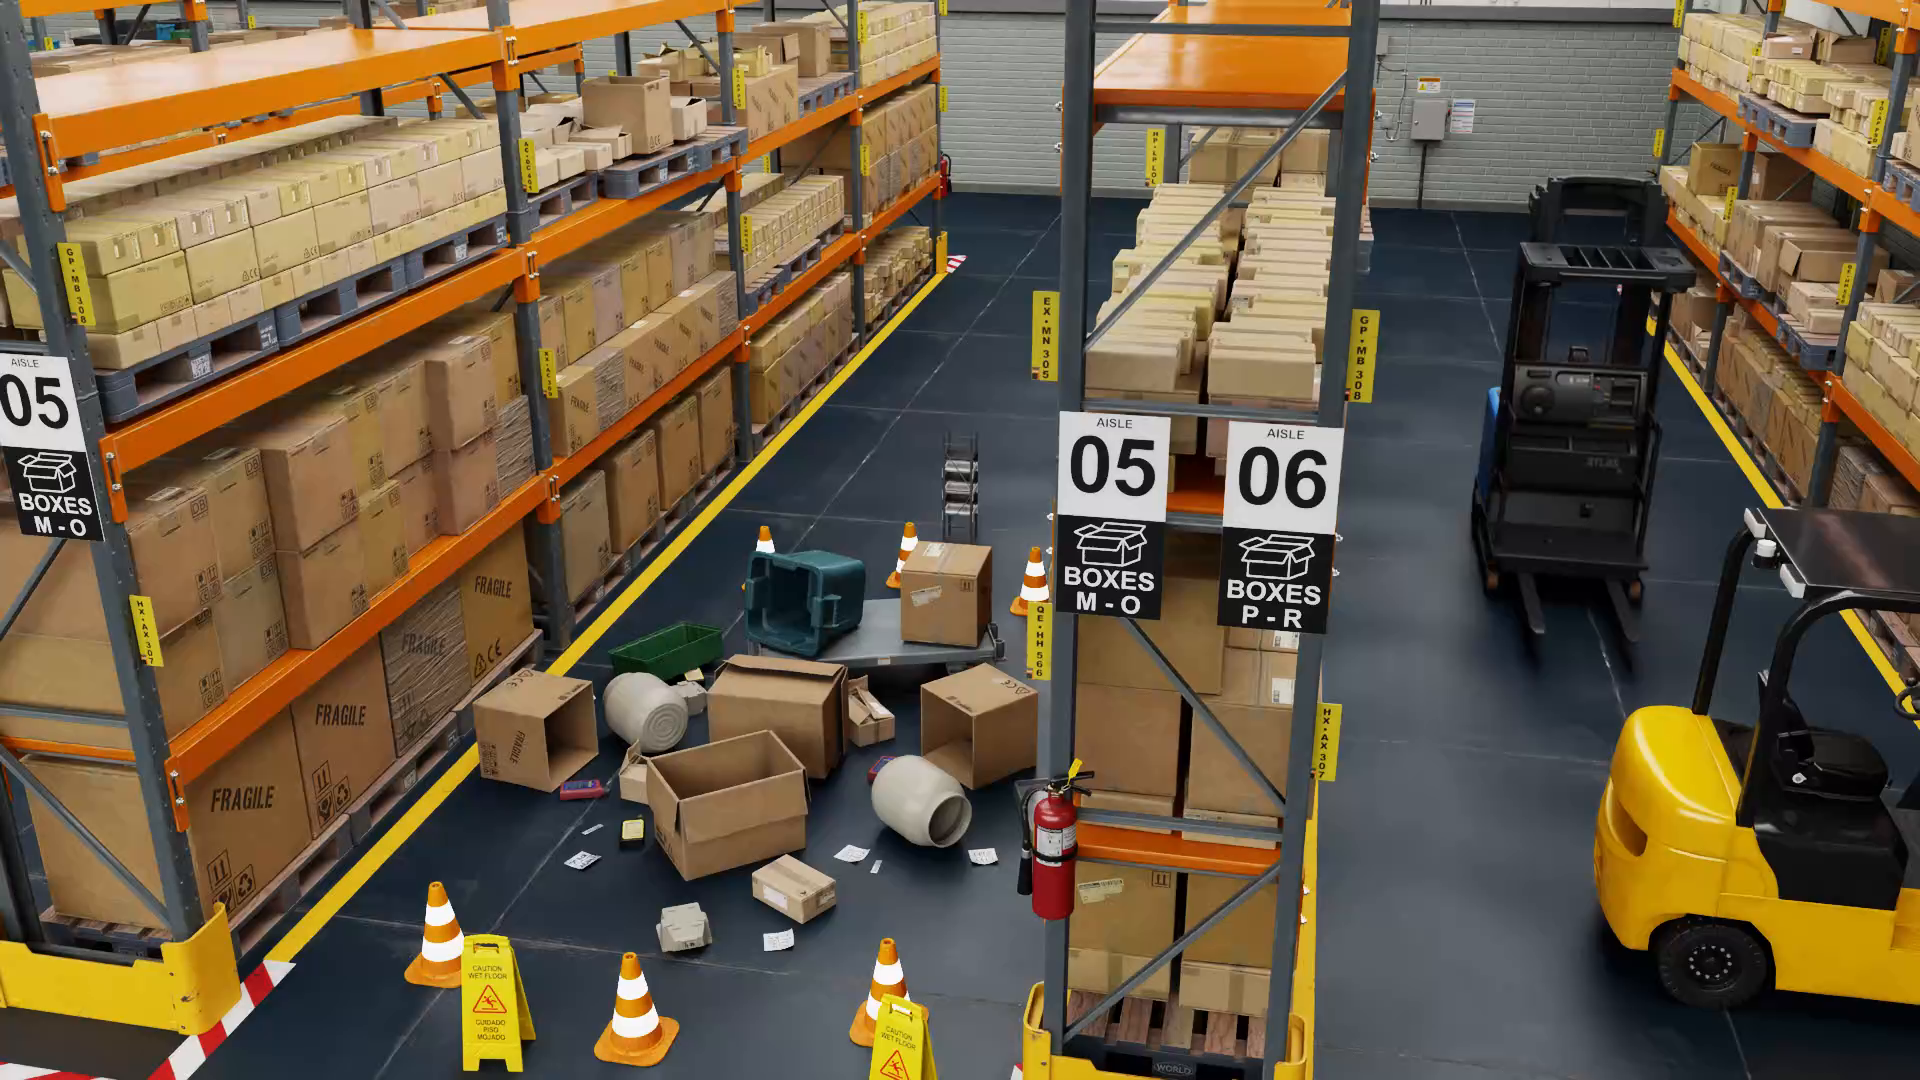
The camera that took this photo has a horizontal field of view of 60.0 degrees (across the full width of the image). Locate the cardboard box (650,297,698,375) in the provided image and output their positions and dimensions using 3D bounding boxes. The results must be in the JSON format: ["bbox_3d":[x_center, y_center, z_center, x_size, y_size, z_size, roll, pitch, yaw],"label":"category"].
[{"bbox_3d":[-2.421,-1.638,13.272,0.500,0.500,0.500,4,22,10],"label":"cardboard box"}]

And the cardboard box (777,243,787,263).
[{"bbox_3d":[-1.883,-2.762,15.970,0.380,0.149,0.250,5,23,13],"label":"cardboard box"}]

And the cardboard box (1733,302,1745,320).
[{"bbox_3d":[7.882,-2.246,16.433,0.380,0.149,0.250,4,22,10],"label":"cardboard box"}]

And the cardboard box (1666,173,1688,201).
[{"bbox_3d":[8.513,-4.089,19.294,0.500,0.250,0.500,5,22,11],"label":"cardboard box"}]

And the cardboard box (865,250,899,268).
[{"bbox_3d":[-0.953,-3.433,20.321,0.380,0.149,0.250,5,22,11],"label":"cardboard box"}]

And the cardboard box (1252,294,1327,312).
[{"bbox_3d":[1.391,-0.901,6.830,0.380,0.149,0.250,4,22,11],"label":"cardboard box"}]

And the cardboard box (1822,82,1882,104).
[{"bbox_3d":[7.385,-3.692,13.760,0.380,0.149,0.250,5,22,11],"label":"cardboard box"}]

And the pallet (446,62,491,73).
[{"bbox_3d":[-6.228,-5.669,19.517,1.003,0.211,1.213,4,22,11],"label":"pallet"}]

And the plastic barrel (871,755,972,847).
[{"bbox_3d":[-0.213,1.448,9.191,0.421,0.421,0.512,-16,27,-35],"label":"plastic barrel"}]

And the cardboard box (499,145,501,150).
[{"bbox_3d":[-3.215,-2.513,11.067,0.500,0.250,0.500,5,22,11],"label":"cardboard box"}]

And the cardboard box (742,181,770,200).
[{"bbox_3d":[-2.207,-3.654,17.390,0.380,0.149,0.250,5,22,11],"label":"cardboard box"}]

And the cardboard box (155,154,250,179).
[{"bbox_3d":[-3.920,-1.902,8.618,0.380,0.149,0.250,4,22,11],"label":"cardboard box"}]

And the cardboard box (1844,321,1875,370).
[{"bbox_3d":[6.986,-1.445,12.459,0.500,0.250,0.500,4,22,11],"label":"cardboard box"}]

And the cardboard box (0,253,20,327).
[{"bbox_3d":[-4.193,-1.118,7.205,0.500,0.250,0.500,5,22,12],"label":"cardboard box"}]

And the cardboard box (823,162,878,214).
[{"bbox_3d":[-1.222,-3.951,18.617,0.500,0.500,0.500,4,22,10],"label":"cardboard box"}]

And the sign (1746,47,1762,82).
[{"bbox_3d":[7.623,-4.557,15.947,0.100,0.325,0.005,4,22,11],"label":"sign"}]

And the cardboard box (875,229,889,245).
[{"bbox_3d":[-1.132,-3.941,21.580,0.380,0.149,0.250,5,22,12],"label":"cardboard box"}]

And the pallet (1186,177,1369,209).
[{"bbox_3d":[2.103,-2.240,11.137,1.213,0.211,1.003,4,22,11],"label":"pallet"}]

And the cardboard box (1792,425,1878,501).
[{"bbox_3d":[7.216,-0.631,13.689,0.500,0.500,0.500,5,22,12],"label":"cardboard box"}]

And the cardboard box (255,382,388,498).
[{"bbox_3d":[-3.655,-0.526,8.998,0.875,0.550,0.500,4,22,11],"label":"cardboard box"}]

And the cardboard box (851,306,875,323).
[{"bbox_3d":[-1.181,-2.586,19.014,0.380,0.149,0.250,3,22,9],"label":"cardboard box"}]

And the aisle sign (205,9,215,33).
[{"bbox_3d":[-10.714,-7.115,23.526,0.394,0.787,0.004,4,22,11],"label":"aisle sign"}]

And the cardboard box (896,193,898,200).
[{"bbox_3d":[-0.962,-4.154,19.989,0.380,0.149,0.250,5,23,13],"label":"cardboard box"}]

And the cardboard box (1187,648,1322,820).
[{"bbox_3d":[1.216,0.788,6.851,0.500,0.500,0.500,4,22,10],"label":"cardboard box"}]

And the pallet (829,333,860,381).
[{"bbox_3d":[-1.728,-2.027,18.103,1.003,0.211,1.213,4,22,11],"label":"pallet"}]

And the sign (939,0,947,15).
[{"bbox_3d":[-0.215,-6.820,21.073,0.100,0.325,0.005,4,22,11],"label":"sign"}]

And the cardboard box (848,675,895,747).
[{"bbox_3d":[-0.604,1.064,10.357,0.258,0.266,0.396,-11,25,-26],"label":"cardboard box"}]

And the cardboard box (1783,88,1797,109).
[{"bbox_3d":[7.439,-3.859,14.545,0.380,0.149,0.250,5,22,12],"label":"cardboard box"}]

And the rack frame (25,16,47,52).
[{"bbox_3d":[-11.254,-7.180,19.137,1.000,3.000,0.127,4,22,11],"label":"rack frame"}]

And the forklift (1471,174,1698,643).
[{"bbox_3d":[4.516,-1.054,12.047,1.130,2.935,3.031,5,22,11],"label":"forklift"}]

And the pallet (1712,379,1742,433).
[{"bbox_3d":[8.027,-1.294,16.283,1.003,0.211,1.213,4,22,11],"label":"pallet"}]

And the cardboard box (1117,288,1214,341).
[{"bbox_3d":[0.854,-0.942,6.931,0.380,0.149,0.250,5,22,11],"label":"cardboard box"}]

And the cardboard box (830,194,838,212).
[{"bbox_3d":[-1.511,-3.564,17.564,0.380,0.149,0.250,5,22,11],"label":"cardboard box"}]

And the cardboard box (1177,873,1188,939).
[{"bbox_3d":[0.863,1.700,8.237,0.500,0.250,0.500,5,22,11],"label":"cardboard box"}]

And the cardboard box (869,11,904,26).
[{"bbox_3d":[-0.870,-6.102,19.471,0.380,0.149,0.250,4,22,9],"label":"cardboard box"}]

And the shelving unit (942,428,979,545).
[{"bbox_3d":[0.002,-0.420,13.193,0.258,0.900,0.210,4,22,11],"label":"shelving unit"}]

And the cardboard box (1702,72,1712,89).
[{"bbox_3d":[8.272,-4.973,18.008,0.380,0.149,0.250,5,22,11],"label":"cardboard box"}]

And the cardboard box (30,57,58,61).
[{"bbox_3d":[-7.772,-3.705,13.719,0.500,0.500,0.500,4,22,9],"label":"cardboard box"}]

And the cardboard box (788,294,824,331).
[{"bbox_3d":[-1.687,-2.315,16.867,0.500,0.250,0.500,3,22,9],"label":"cardboard box"}]

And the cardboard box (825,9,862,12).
[{"bbox_3d":[-1.386,-6.240,19.814,0.380,0.149,0.250,5,23,13],"label":"cardboard box"}]

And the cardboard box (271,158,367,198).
[{"bbox_3d":[-3.275,-1.852,8.494,0.380,0.149,0.250,5,22,12],"label":"cardboard box"}]

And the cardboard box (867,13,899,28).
[{"bbox_3d":[-0.918,-6.005,19.232,0.380,0.149,0.250,4,22,9],"label":"cardboard box"}]

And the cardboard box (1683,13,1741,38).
[{"bbox_3d":[8.636,-5.899,19.104,0.500,0.250,0.500,4,22,10],"label":"cardboard box"}]

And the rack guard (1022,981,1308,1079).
[{"bbox_3d":[0.863,2.256,7.083,1.175,0.500,0.348,4,22,11],"label":"rack guard"}]

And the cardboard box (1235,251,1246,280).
[{"bbox_3d":[1.617,-1.246,8.221,0.500,0.250,0.500,4,22,10],"label":"cardboard box"}]

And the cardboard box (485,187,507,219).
[{"bbox_3d":[-2.964,-2.038,10.023,0.380,0.149,0.250,4,22,11],"label":"cardboard box"}]

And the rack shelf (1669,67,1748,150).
[{"bbox_3d":[8.564,-4.677,17.899,1.077,0.370,4.000,4,22,11],"label":"rack shelf"}]

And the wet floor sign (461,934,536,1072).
[{"bbox_3d":[-2.086,2.037,7.431,0.267,0.644,0.232,1,22,2],"label":"wet floor sign"}]

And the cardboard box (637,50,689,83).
[{"bbox_3d":[-2.558,-4.103,14.352,0.396,0.266,0.258,4,22,11],"label":"cardboard box"}]

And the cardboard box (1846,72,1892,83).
[{"bbox_3d":[7.895,-3.954,14.384,0.380,0.149,0.250,5,22,11],"label":"cardboard box"}]

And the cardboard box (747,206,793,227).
[{"bbox_3d":[-1.836,-3.131,16.091,0.380,0.149,0.250,5,23,13],"label":"cardboard box"}]

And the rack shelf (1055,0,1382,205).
[{"bbox_3d":[1.256,-2.055,7.378,1.077,0.370,4.000,4,22,11],"label":"rack shelf"}]

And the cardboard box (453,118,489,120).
[{"bbox_3d":[-5.949,-4.772,19.985,0.500,0.500,0.500,4,22,11],"label":"cardboard box"}]

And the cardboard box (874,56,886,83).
[{"bbox_3d":[-1.124,-5.260,18.584,0.500,0.250,0.500,4,22,10],"label":"cardboard box"}]

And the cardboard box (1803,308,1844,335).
[{"bbox_3d":[7.098,-1.772,13.514,0.380,0.149,0.250,5,22,12],"label":"cardboard box"}]

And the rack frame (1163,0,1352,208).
[{"bbox_3d":[1.664,-3.122,9.059,1.000,3.000,0.127,4,22,11],"label":"rack frame"}]
